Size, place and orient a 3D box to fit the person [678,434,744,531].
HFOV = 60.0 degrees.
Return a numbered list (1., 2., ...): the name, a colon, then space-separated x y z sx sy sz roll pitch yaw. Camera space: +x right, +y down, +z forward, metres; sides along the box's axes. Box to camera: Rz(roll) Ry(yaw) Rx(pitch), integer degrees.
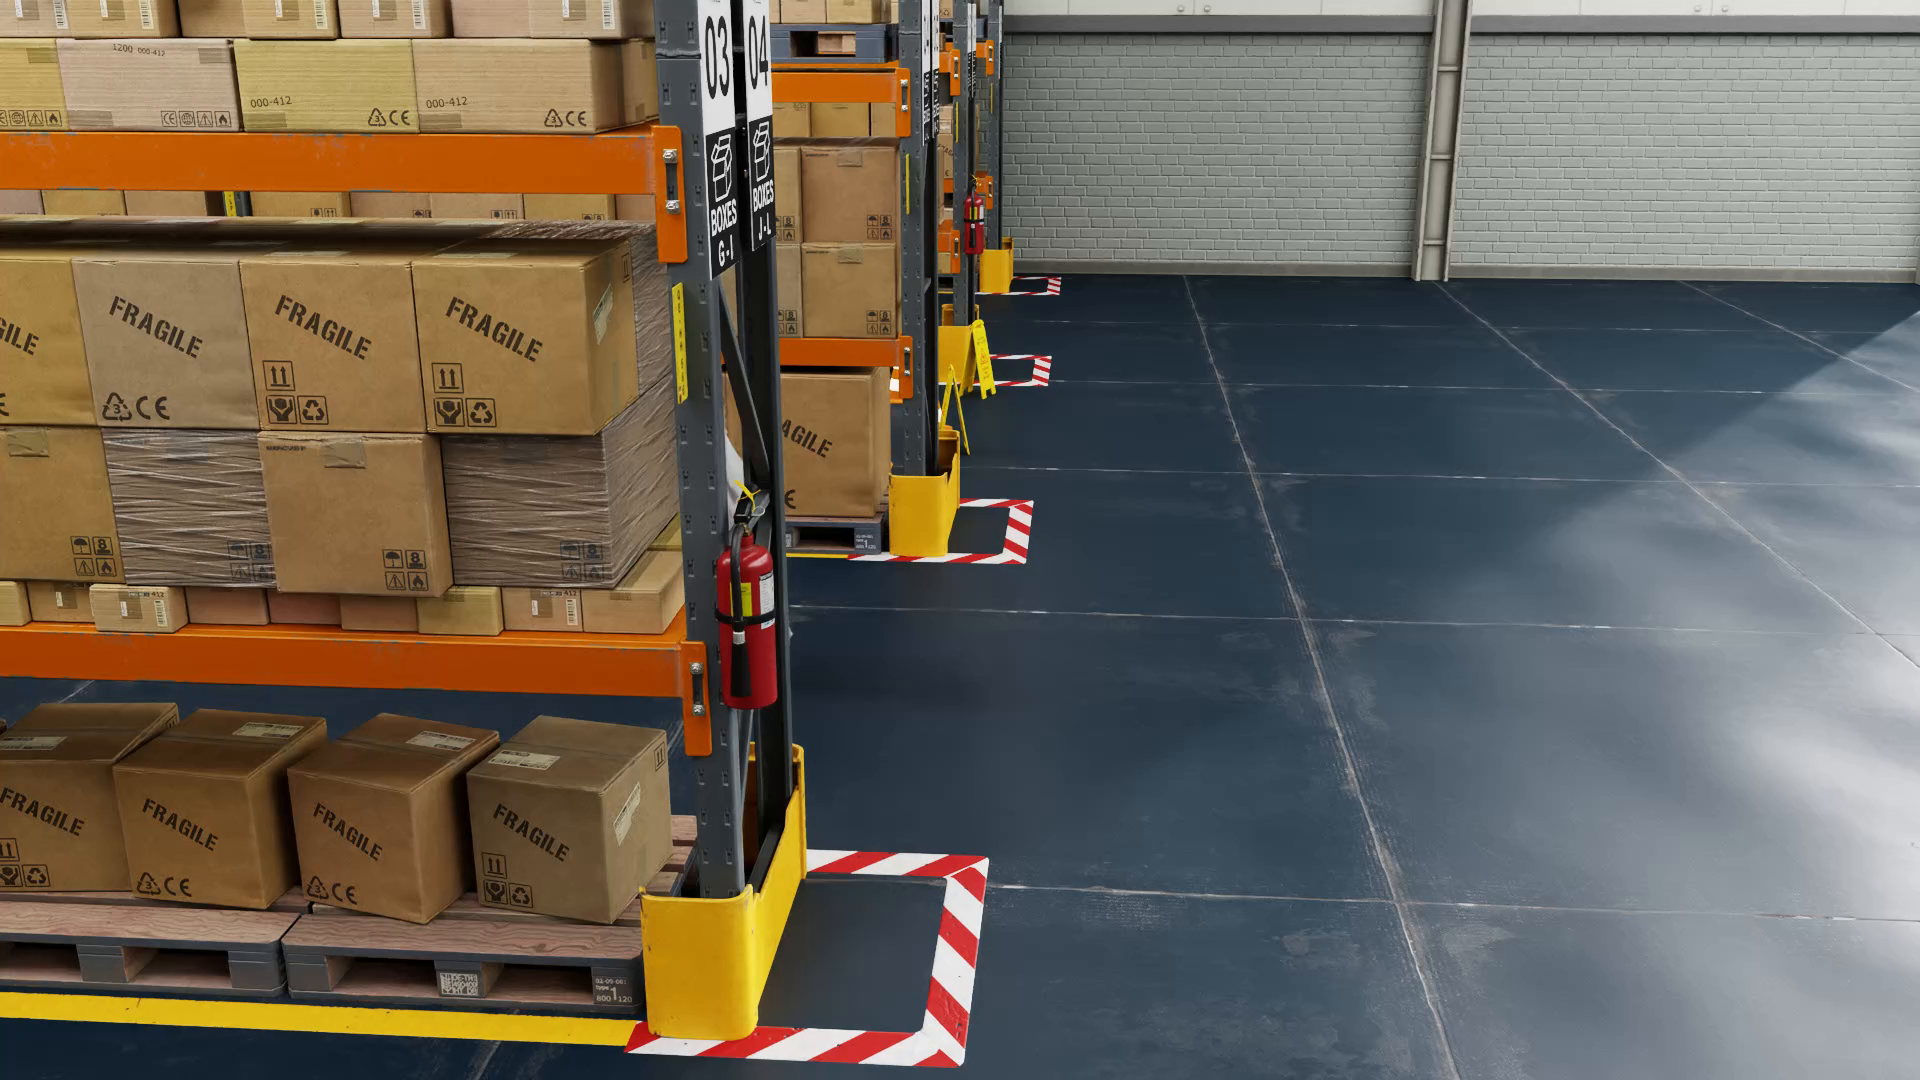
1. person: -1.218 -0.014 7.951 0.575 1.469 0.488 1 18 4
